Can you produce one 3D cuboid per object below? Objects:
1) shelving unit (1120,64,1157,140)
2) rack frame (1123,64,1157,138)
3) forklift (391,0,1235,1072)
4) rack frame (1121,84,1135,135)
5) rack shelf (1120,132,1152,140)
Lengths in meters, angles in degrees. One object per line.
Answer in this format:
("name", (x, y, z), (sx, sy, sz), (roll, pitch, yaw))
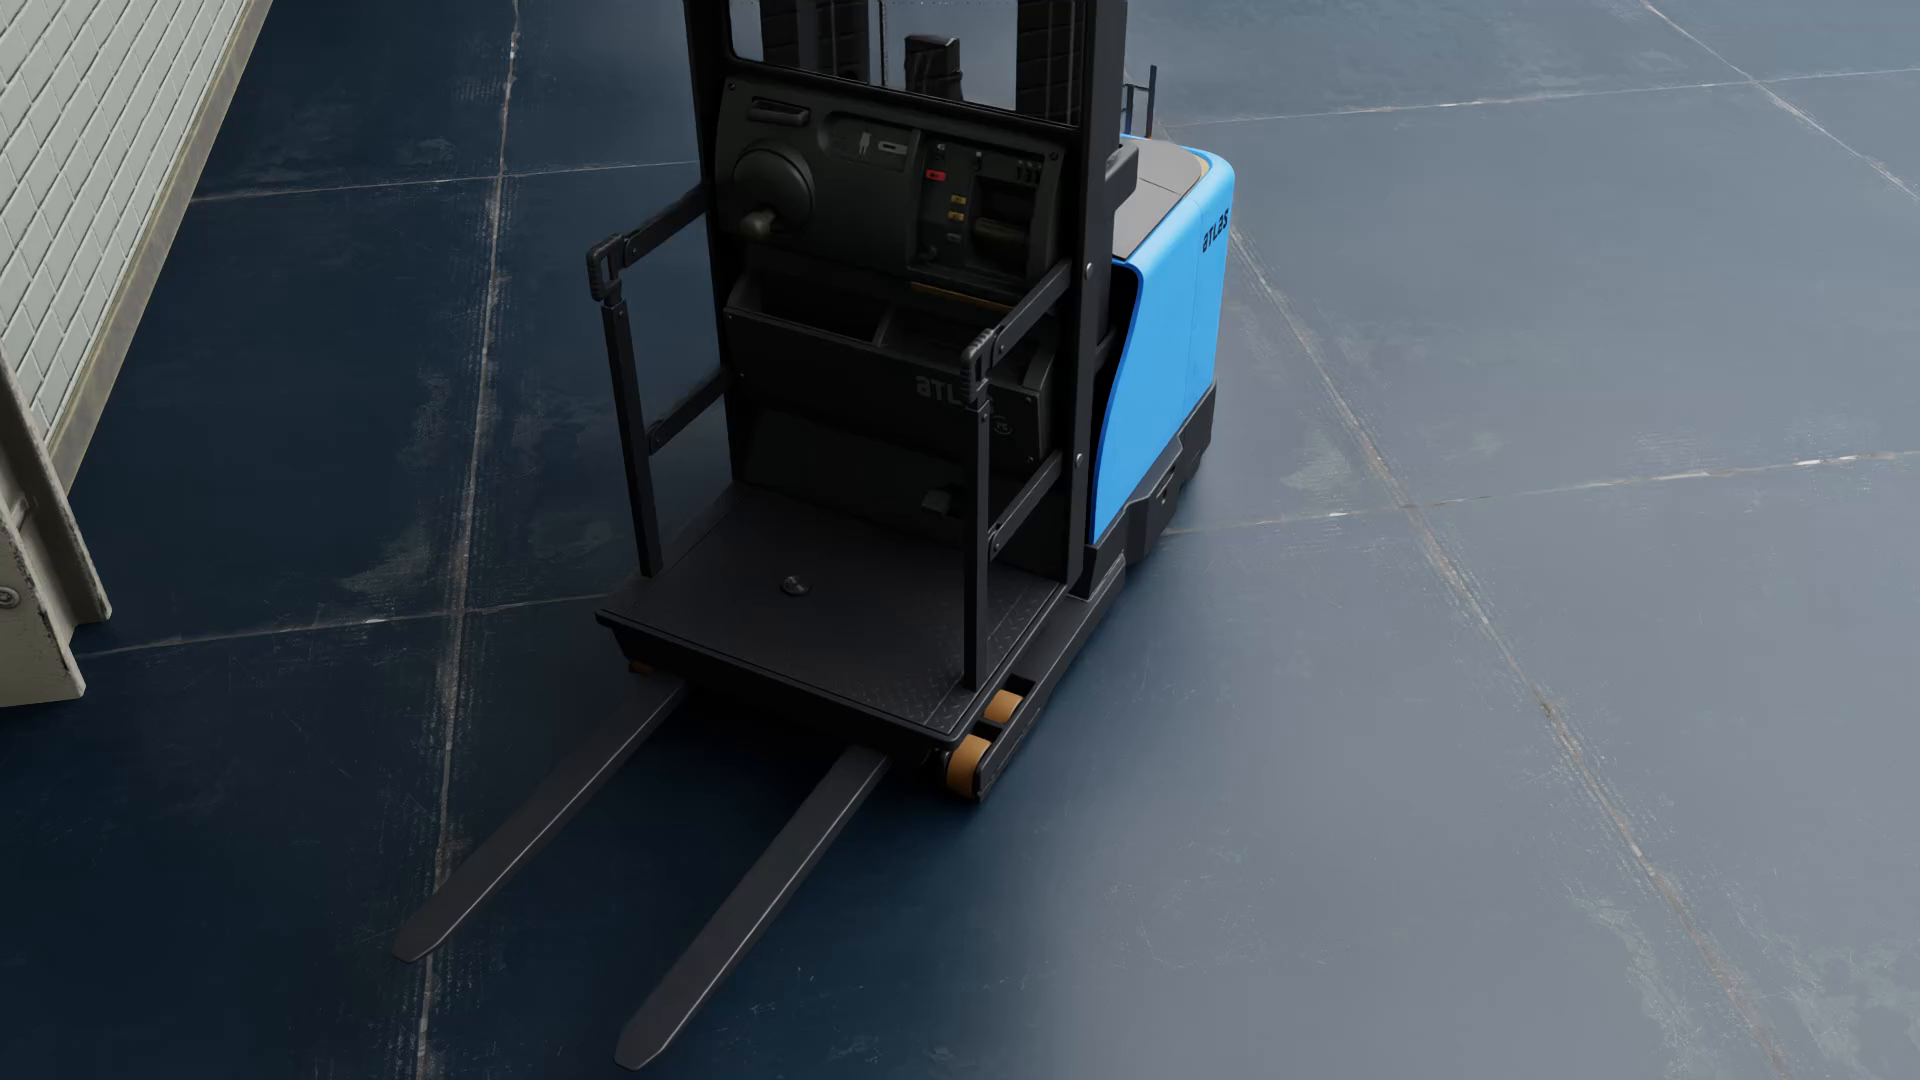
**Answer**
("shelving unit", (0.465, -0.992, 5.547), (0.258, 1.200, 0.189), (18, 41, 22))
("rack frame", (0.508, -1.041, 5.612), (0.240, 1.200, 0.006), (18, 41, 22))
("forklift", (-0.282, -0.793, 3.882), (1.130, 2.935, 3.031), (17, 41, 21))
("rack frame", (0.423, -0.943, 5.483), (0.240, 1.200, 0.006), (18, 41, 22))
("rack shelf", (0.467, -1.243, 5.356), (0.258, 0.103, 0.180), (18, 41, 22))
